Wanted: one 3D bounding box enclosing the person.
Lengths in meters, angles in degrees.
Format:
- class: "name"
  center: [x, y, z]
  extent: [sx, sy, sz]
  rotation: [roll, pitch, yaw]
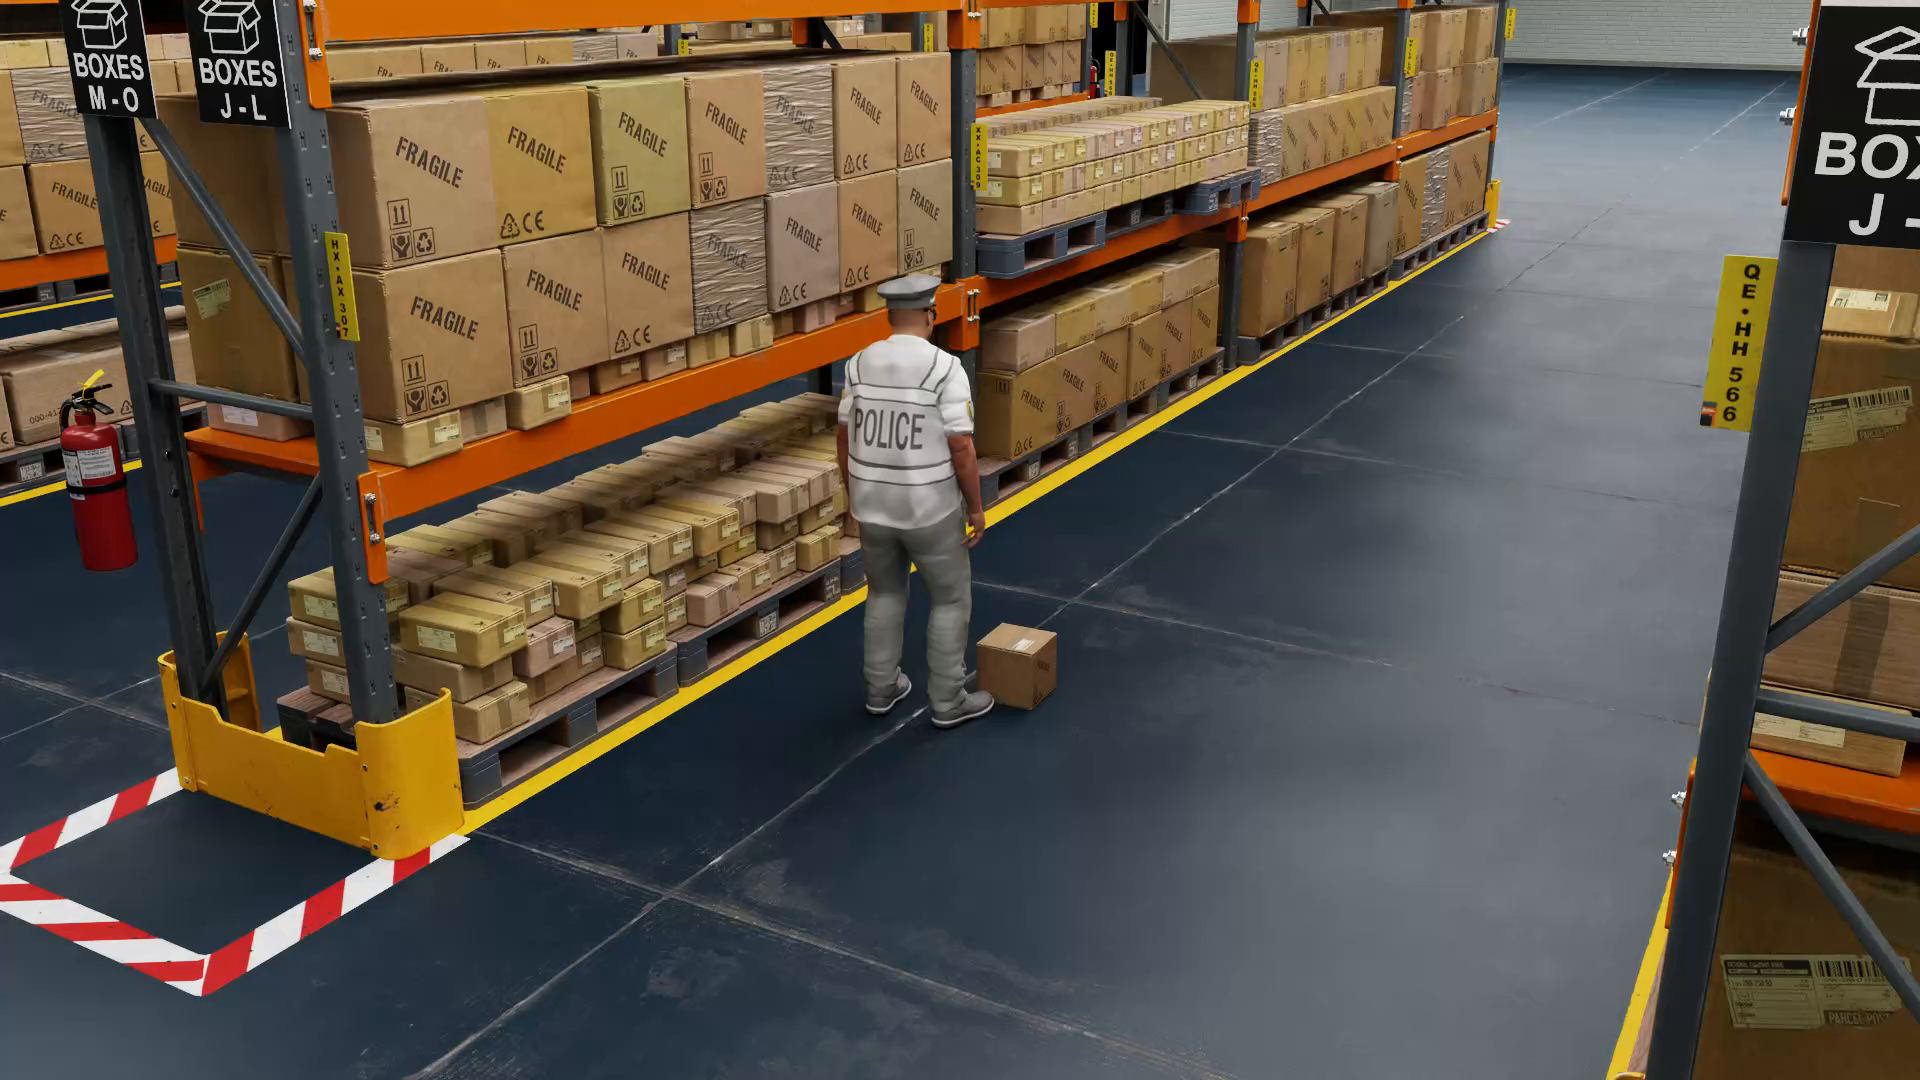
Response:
- class: "person"
  center: [-0.195, -0.131, 6.433]
  extent: [0.590, 1.746, 0.439]
  rotation: [9, 21, 23]
